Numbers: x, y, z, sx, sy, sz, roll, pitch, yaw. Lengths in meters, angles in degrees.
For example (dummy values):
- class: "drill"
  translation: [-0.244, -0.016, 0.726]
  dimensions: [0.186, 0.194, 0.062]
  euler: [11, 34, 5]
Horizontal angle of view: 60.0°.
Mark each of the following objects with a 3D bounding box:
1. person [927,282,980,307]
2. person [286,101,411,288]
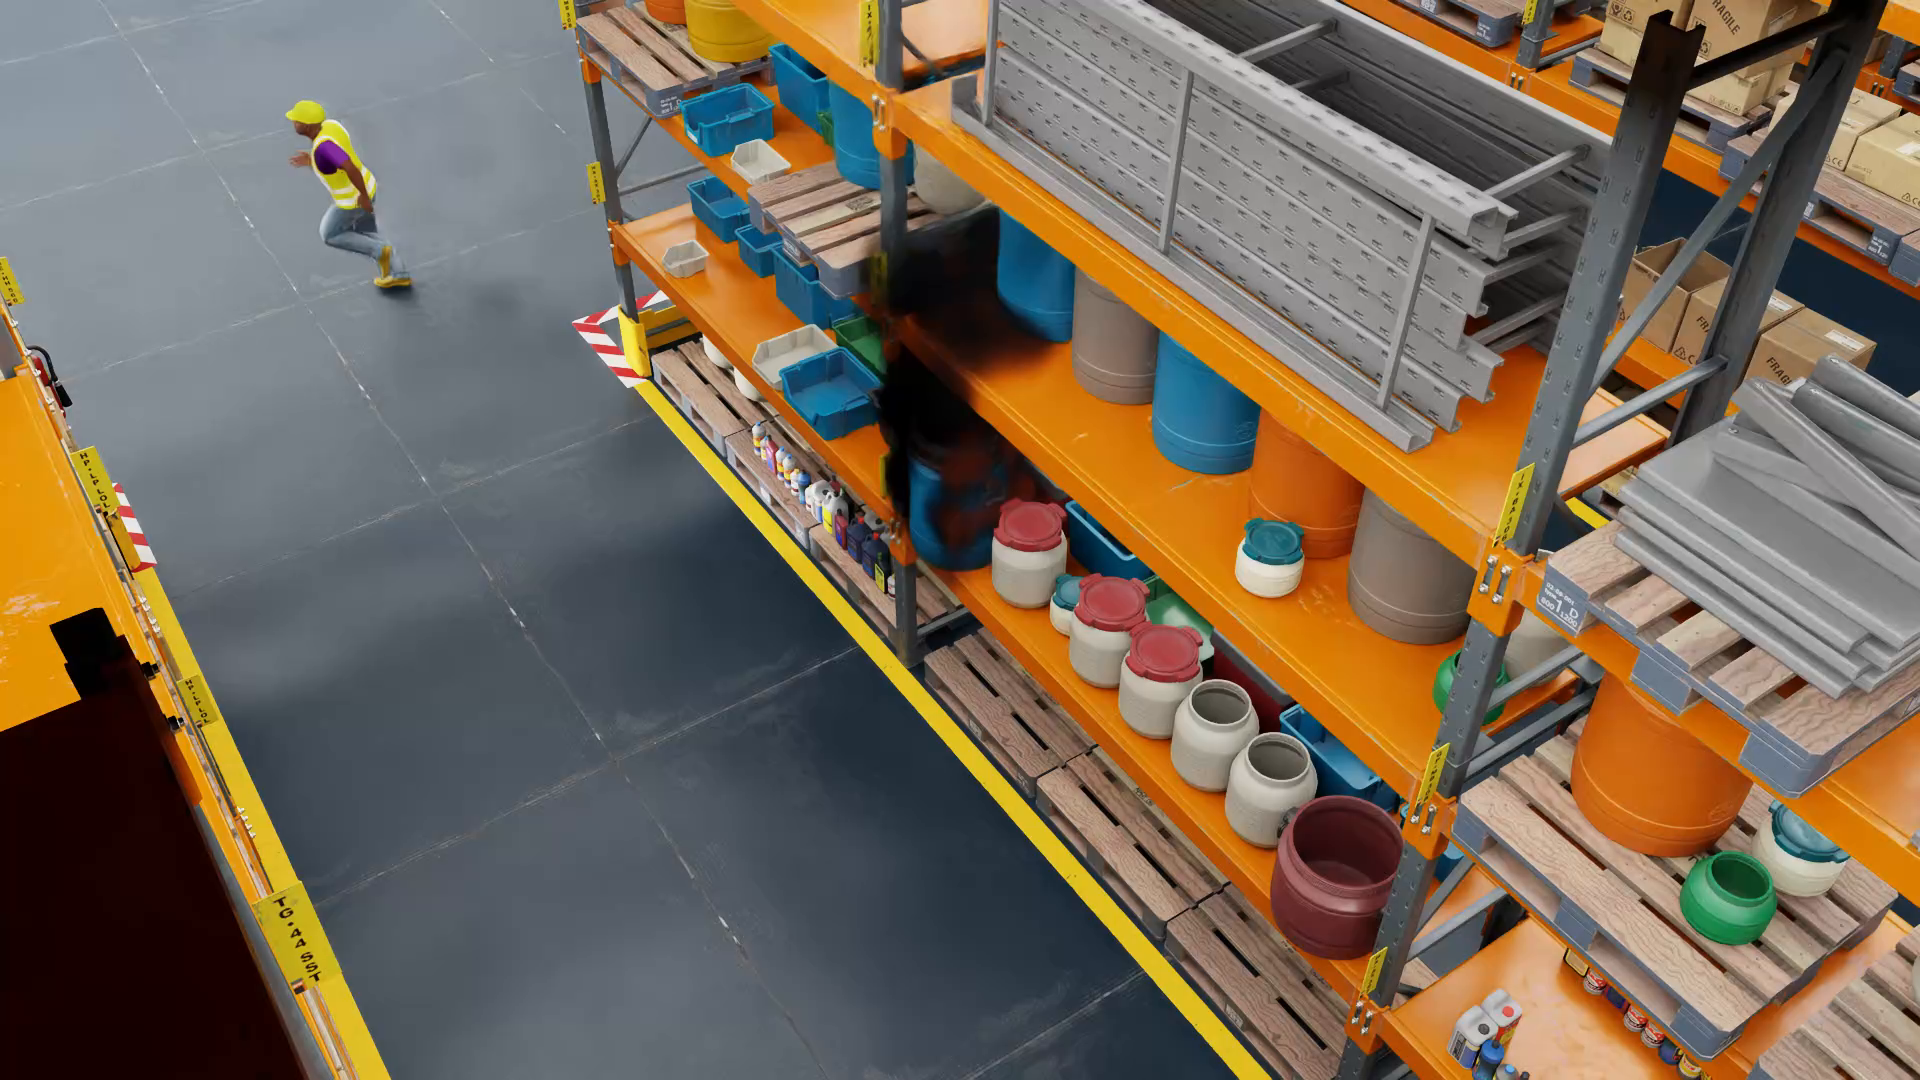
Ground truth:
- class: "person"
  translation: [-0.047, -1.926, 12.269]
  dimensions: [0.545, 1.655, 0.785]
  euler: [-22, 47, -22]
- class: "person"
  translation: [-5.015, -2.782, 13.516]
  dimensions: [0.762, 1.687, 0.684]
  euler: [-1, 43, -1]
